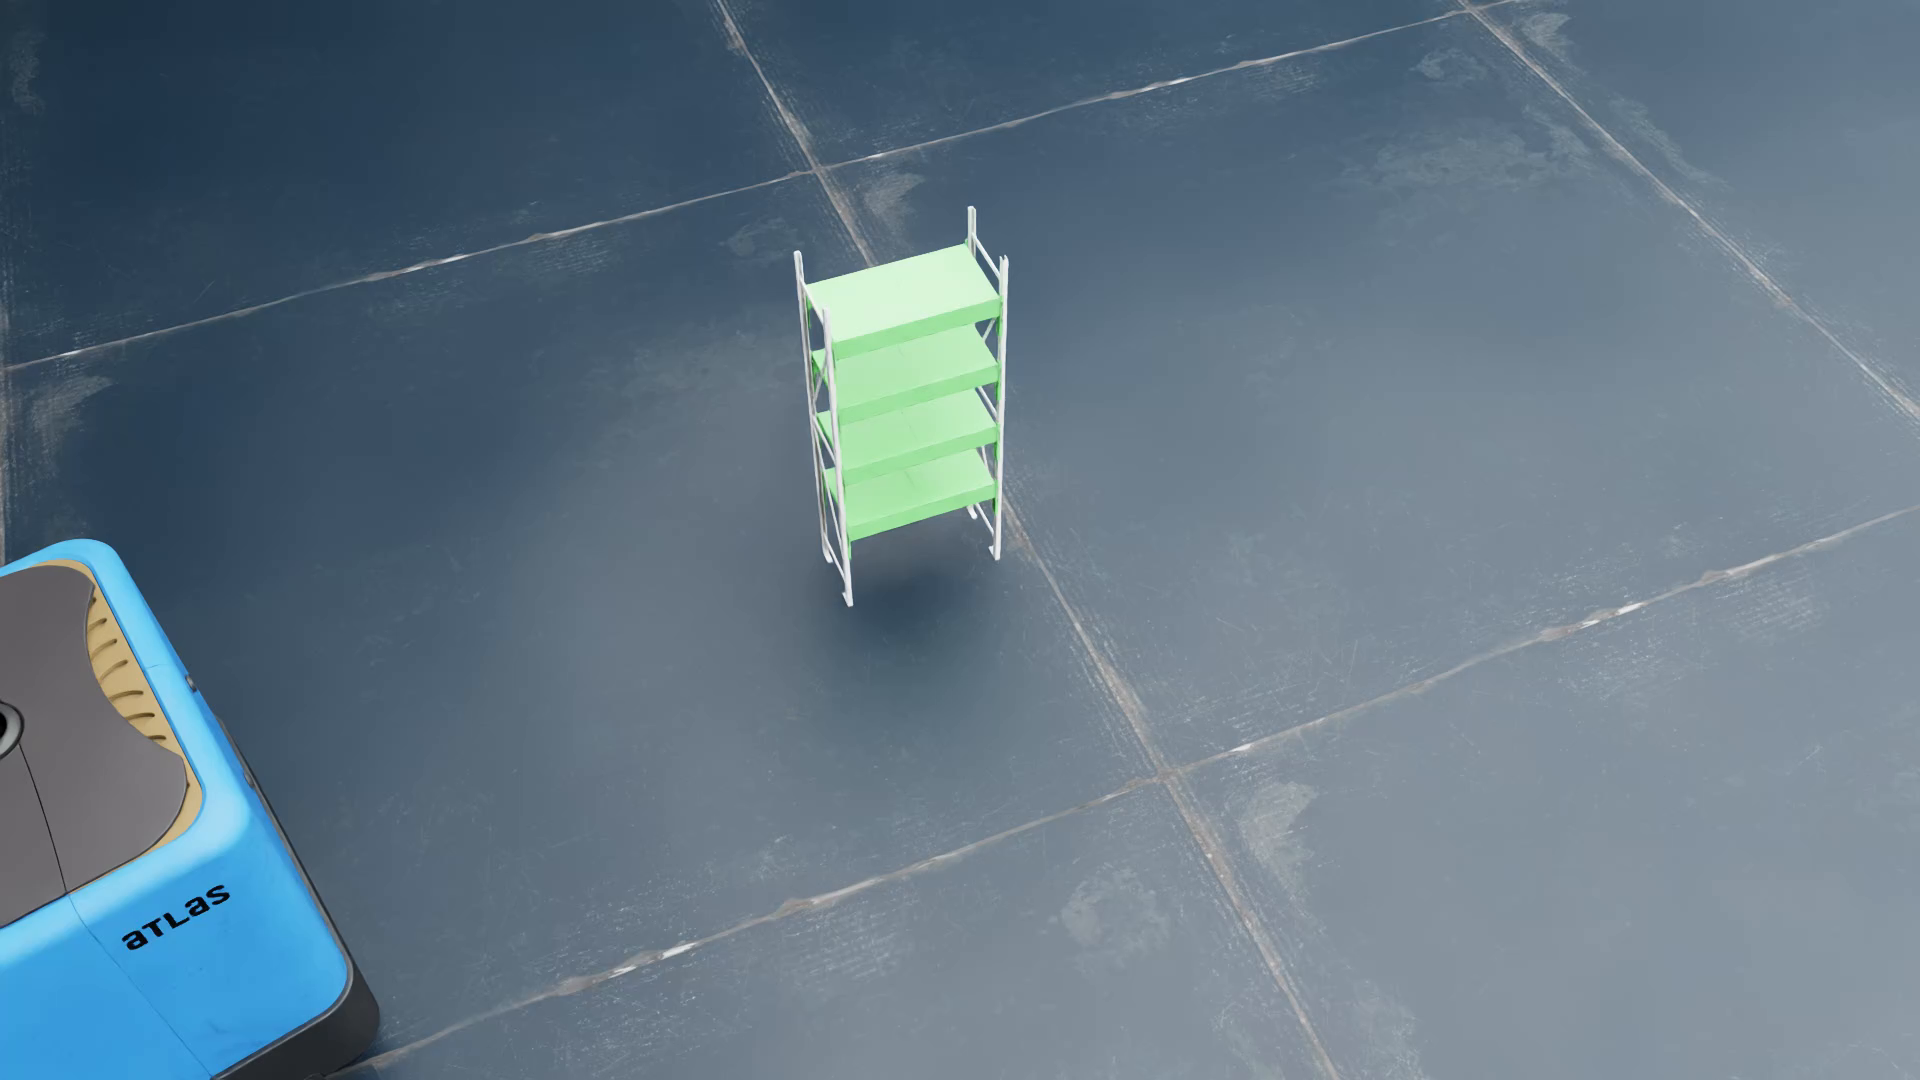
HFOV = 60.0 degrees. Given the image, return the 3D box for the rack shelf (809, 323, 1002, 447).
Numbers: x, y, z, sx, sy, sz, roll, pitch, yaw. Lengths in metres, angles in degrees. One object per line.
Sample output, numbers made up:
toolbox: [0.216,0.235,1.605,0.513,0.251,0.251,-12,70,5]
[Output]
rack shelf: [-0.153,-0.458,4.620,0.480,0.148,0.258,-17,52,-14]

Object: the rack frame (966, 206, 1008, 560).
rack frame: [0.073,-0.413,4.814,0.015,1.200,0.240,-17,52,-14]

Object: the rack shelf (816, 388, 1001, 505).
rack shelf: [-0.153,-0.302,4.803,0.480,0.148,0.258,-17,52,-14]

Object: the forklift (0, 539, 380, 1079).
forklift: [-2.929,0.673,2.740,3.031,2.935,1.130,-29,55,-23]

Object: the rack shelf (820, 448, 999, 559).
rack shelf: [-0.153,-0.145,4.985,0.480,0.148,0.258,-17,52,-14]

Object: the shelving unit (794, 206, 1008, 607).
shelving unit: [-0.153,-0.343,4.754,0.503,1.200,0.258,-17,52,-14]

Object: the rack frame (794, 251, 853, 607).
rack frame: [-0.379,-0.273,4.694,0.015,1.200,0.240,-17,52,-14]

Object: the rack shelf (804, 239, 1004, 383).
rack shelf: [-0.153,-0.615,4.438,0.480,0.148,0.258,-17,52,-14]
